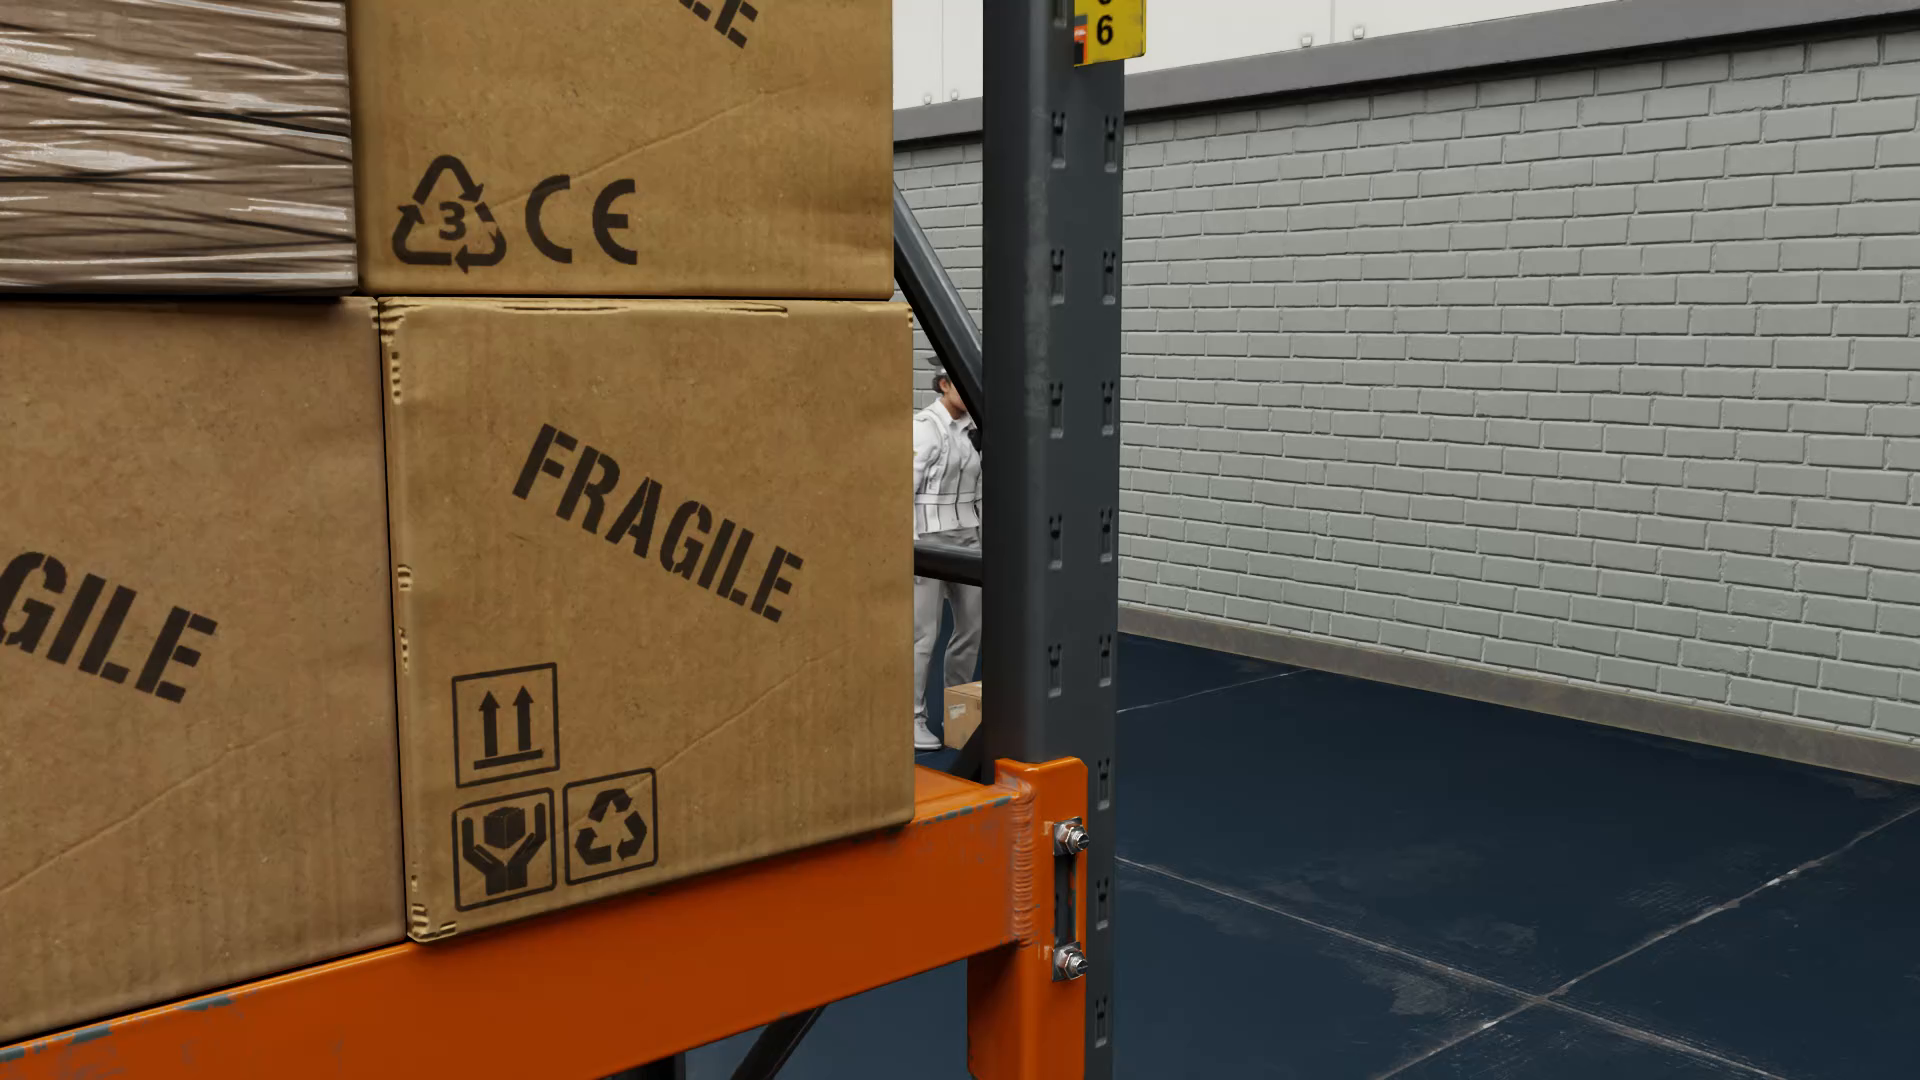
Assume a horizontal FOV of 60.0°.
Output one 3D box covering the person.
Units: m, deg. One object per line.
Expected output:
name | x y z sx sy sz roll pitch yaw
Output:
person | -0.057 0.026 7.088 0.526 1.662 0.374 -7 10 -43
